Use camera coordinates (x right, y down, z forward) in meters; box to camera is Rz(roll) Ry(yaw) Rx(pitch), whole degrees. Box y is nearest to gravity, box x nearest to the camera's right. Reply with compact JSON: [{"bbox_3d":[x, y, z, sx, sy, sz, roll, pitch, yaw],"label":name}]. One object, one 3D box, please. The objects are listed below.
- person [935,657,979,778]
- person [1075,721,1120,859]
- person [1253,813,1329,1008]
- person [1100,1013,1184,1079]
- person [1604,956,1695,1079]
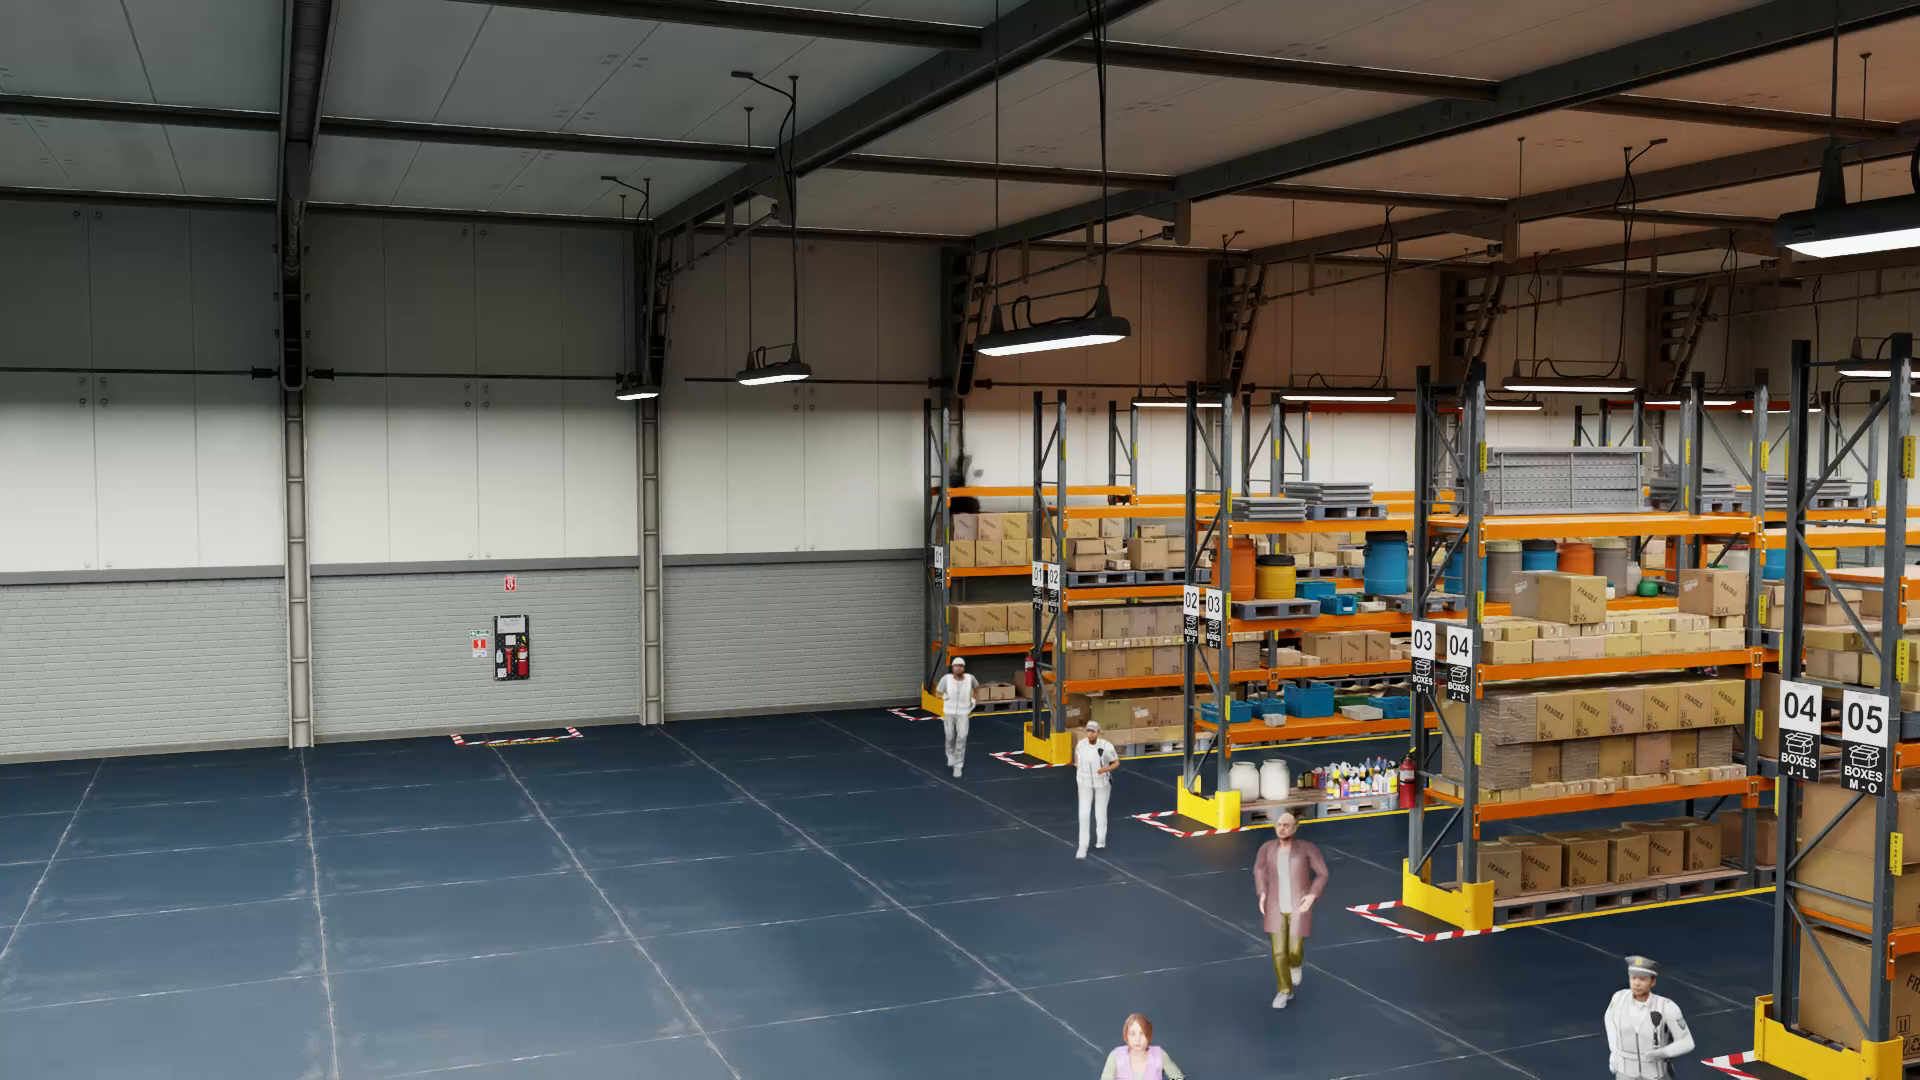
[{"bbox_3d":[-0.051,2.737,25.974,0.670,1.825,0.905,0,3,1],"label":"person"},{"bbox_3d":[1.710,3.113,20.859,0.597,1.724,0.748,1,3,12],"label":"person"},{"bbox_3d":[3.040,3.394,15.393,0.703,1.752,0.655,2,4,24],"label":"person"},{"bbox_3d":[1.119,3.763,10.451,0.532,1.555,0.627,1,3,13],"label":"person"},{"bbox_3d":[4.658,3.652,11.287,0.597,1.721,0.849,2,4,29],"label":"person"}]
